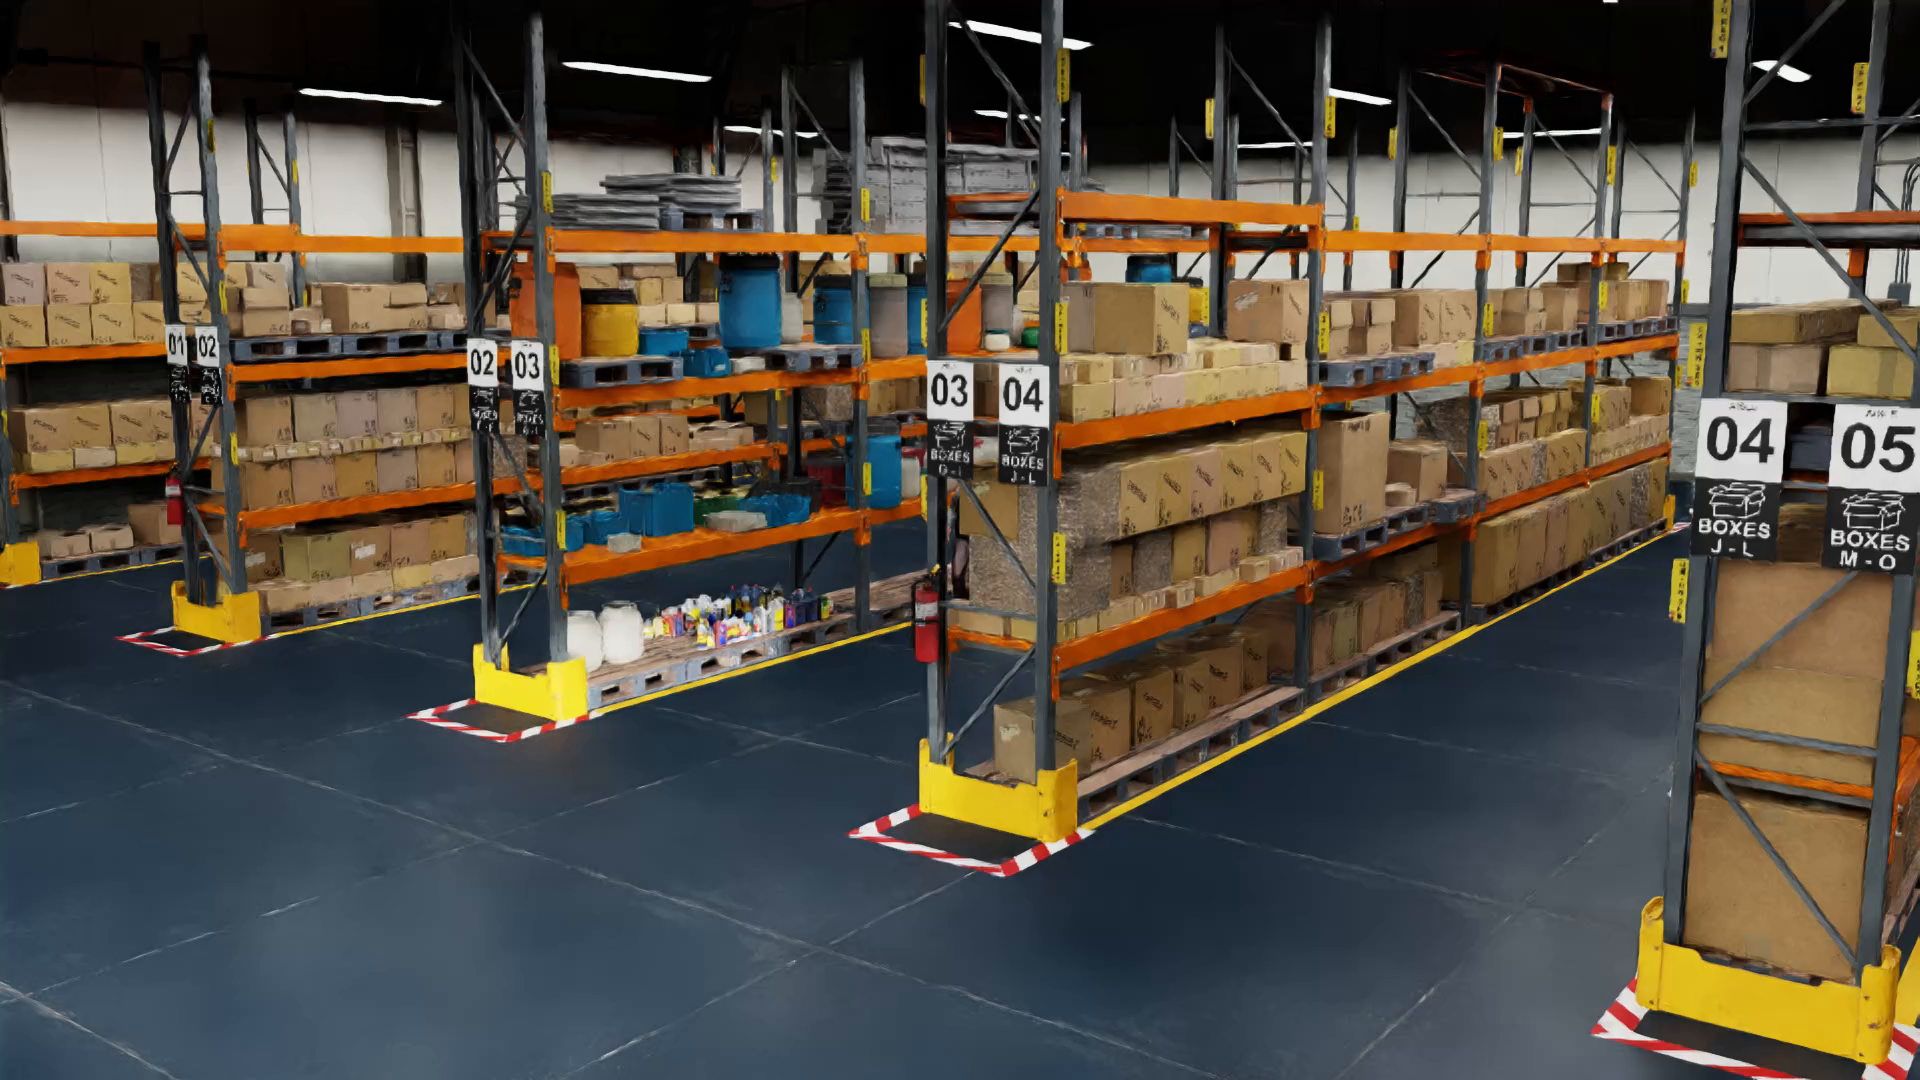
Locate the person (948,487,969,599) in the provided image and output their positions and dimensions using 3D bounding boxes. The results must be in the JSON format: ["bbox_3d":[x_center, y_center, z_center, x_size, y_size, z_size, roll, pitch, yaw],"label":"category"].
[{"bbox_3d":[0.163,0.019,17.965,0.716,1.694,0.505,2,10,12],"label":"person"}]
